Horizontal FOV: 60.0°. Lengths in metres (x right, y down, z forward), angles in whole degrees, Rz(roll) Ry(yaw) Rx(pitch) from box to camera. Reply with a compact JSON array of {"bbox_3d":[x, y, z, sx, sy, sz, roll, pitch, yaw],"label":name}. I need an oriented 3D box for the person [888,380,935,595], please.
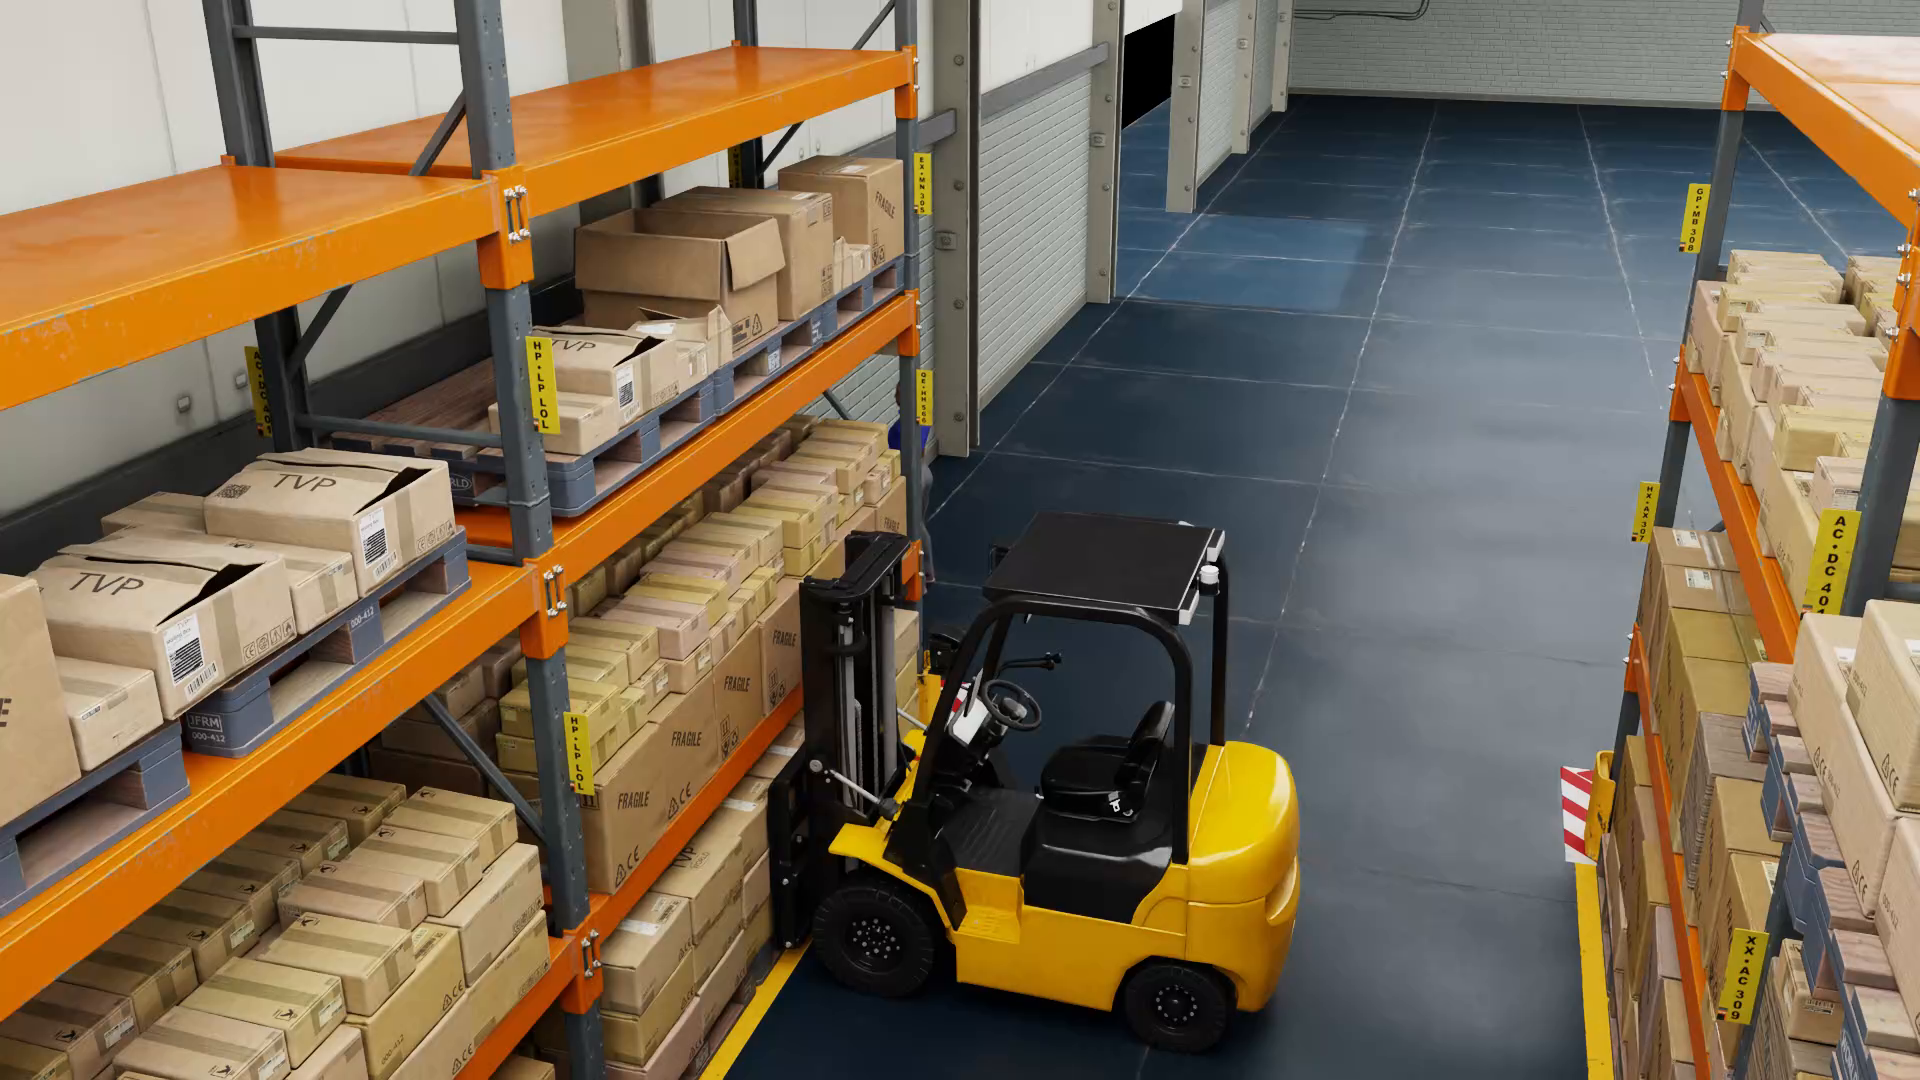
[{"bbox_3d":[-0.366,-0.395,12.096,0.312,1.672,0.436,7,23,17],"label":"person"}]
